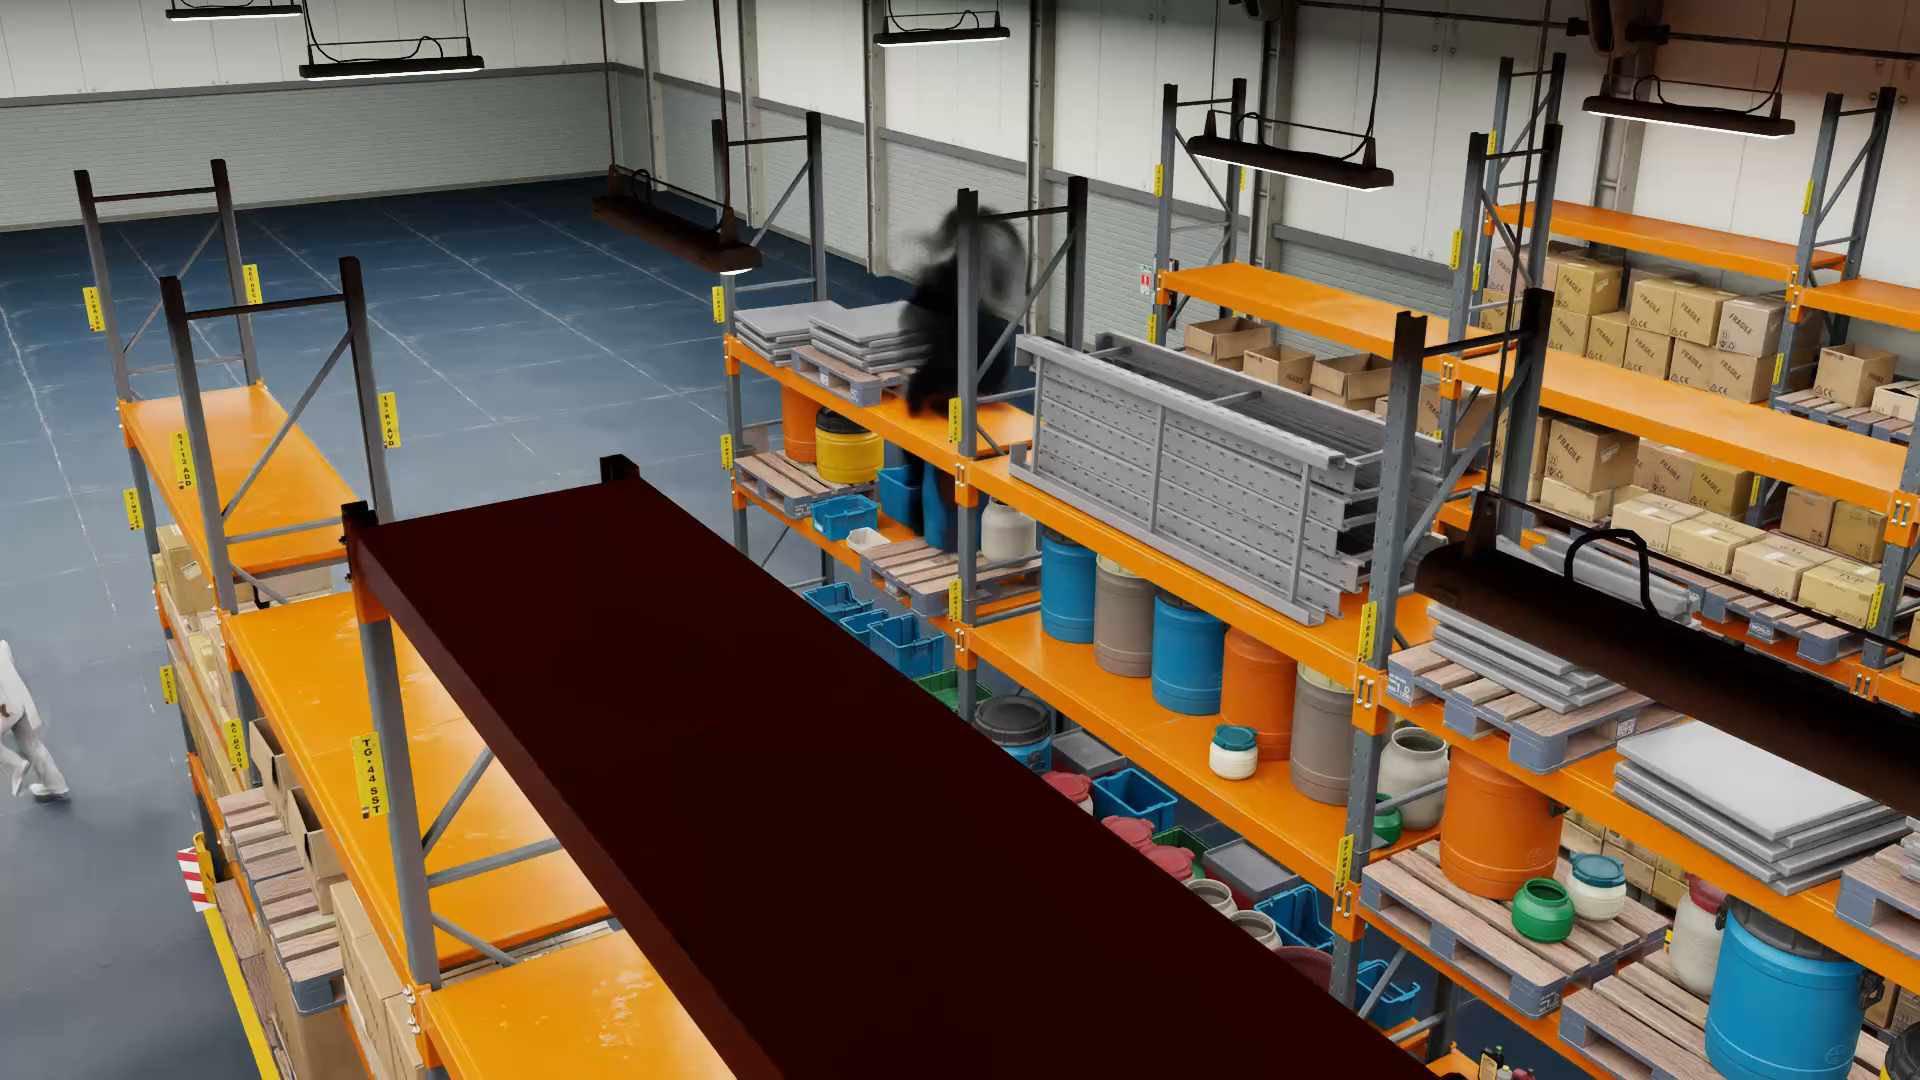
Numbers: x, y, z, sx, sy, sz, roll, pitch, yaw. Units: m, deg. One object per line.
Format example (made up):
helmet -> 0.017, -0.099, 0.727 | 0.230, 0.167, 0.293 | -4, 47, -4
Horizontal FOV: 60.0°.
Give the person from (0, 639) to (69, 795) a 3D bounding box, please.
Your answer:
person -> -8.731, 1.554, 15.164 | 0.912, 1.703, 0.681 | 4, 22, 10
